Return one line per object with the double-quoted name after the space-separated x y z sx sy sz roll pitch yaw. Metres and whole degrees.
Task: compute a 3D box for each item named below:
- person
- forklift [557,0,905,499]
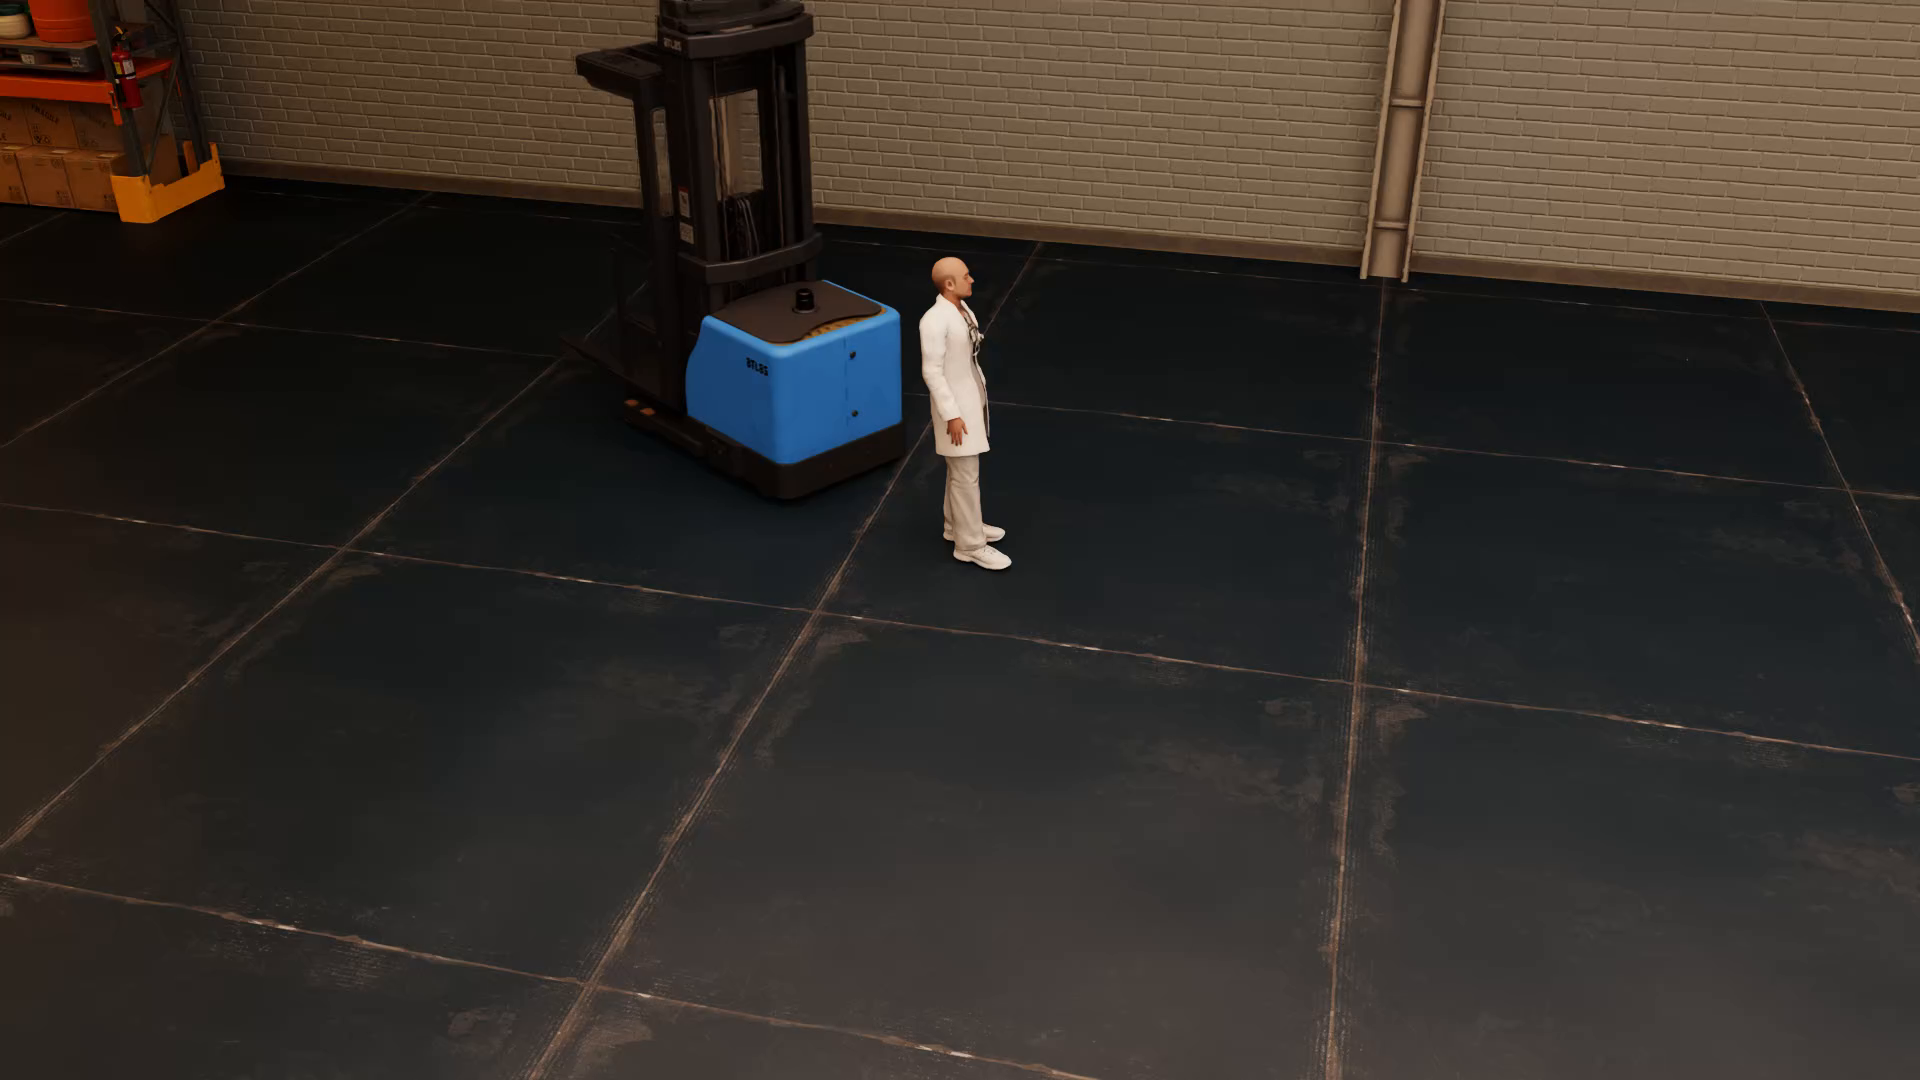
0.088 -0.767 9.679 0.578 1.778 0.698 7 30 12 "person"
-1.730 -2.169 10.999 1.130 2.935 3.031 -24 38 -36 "forklift"
